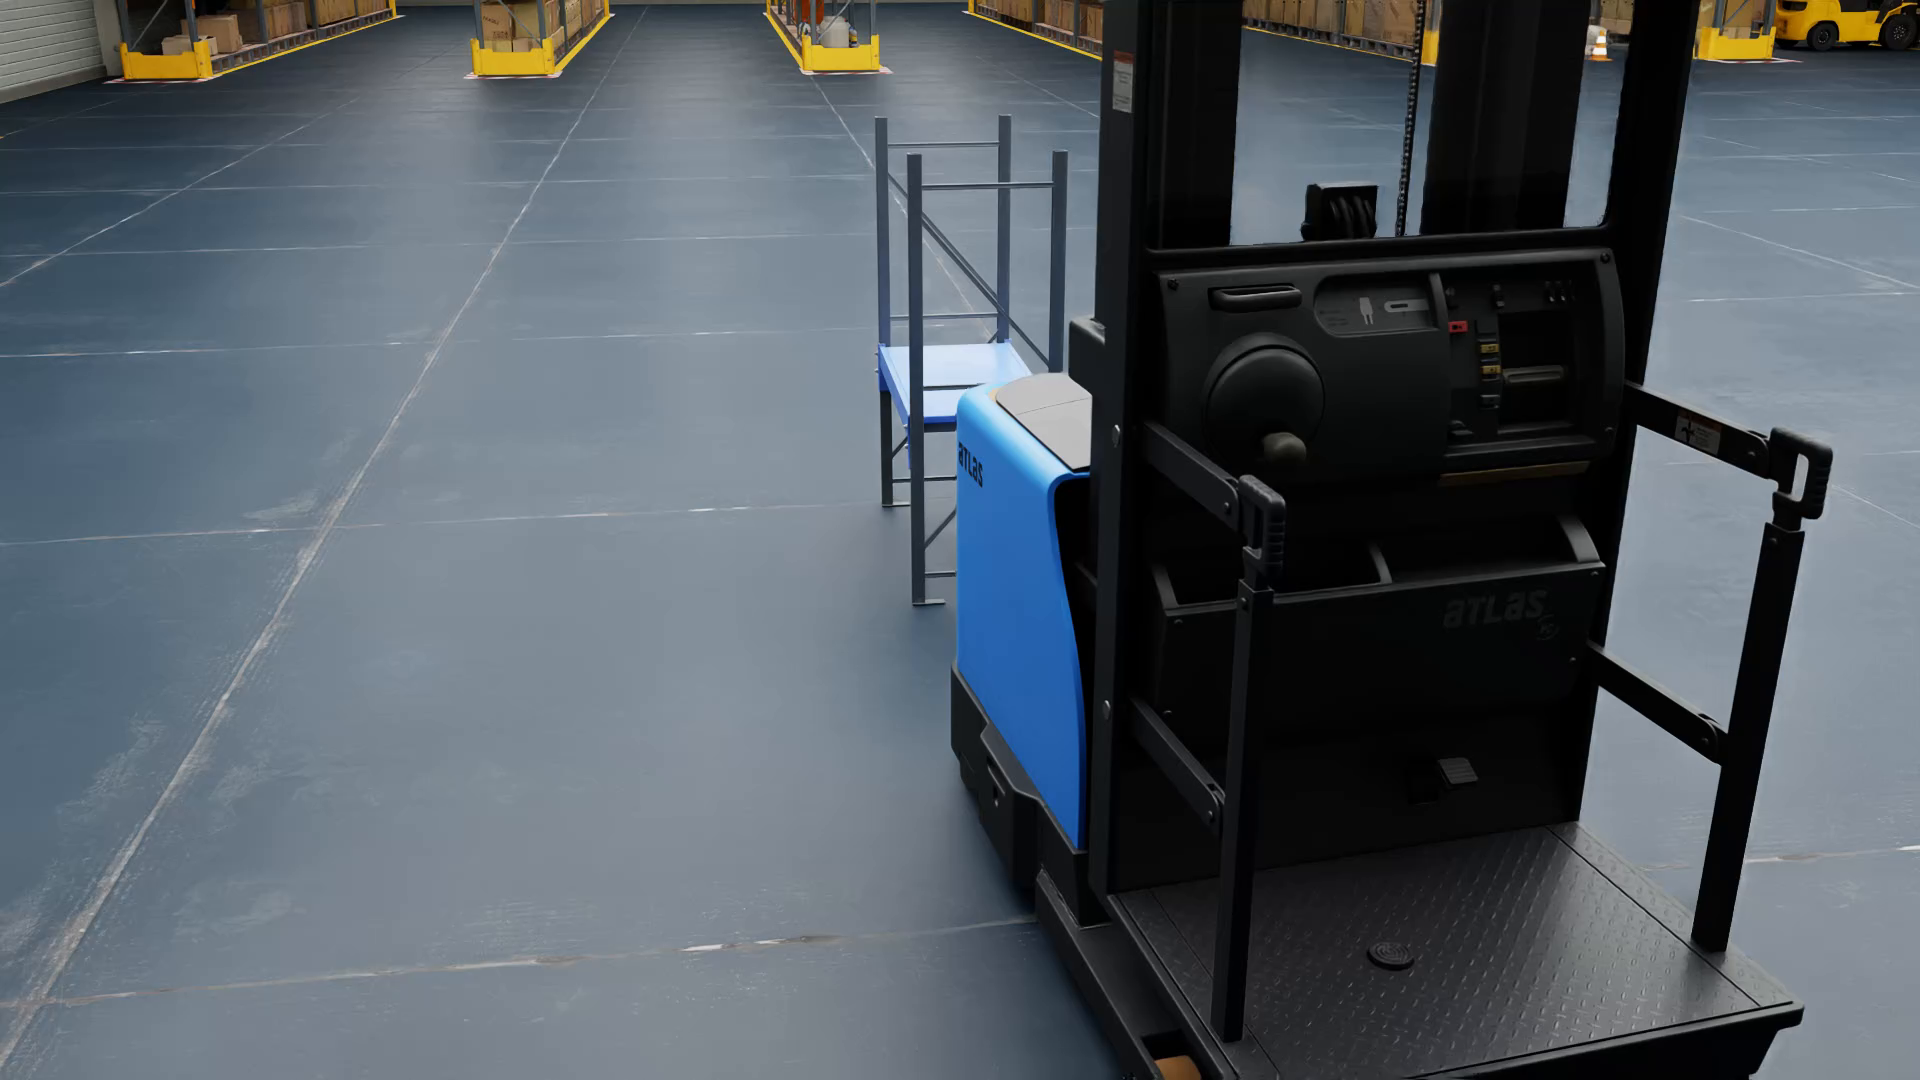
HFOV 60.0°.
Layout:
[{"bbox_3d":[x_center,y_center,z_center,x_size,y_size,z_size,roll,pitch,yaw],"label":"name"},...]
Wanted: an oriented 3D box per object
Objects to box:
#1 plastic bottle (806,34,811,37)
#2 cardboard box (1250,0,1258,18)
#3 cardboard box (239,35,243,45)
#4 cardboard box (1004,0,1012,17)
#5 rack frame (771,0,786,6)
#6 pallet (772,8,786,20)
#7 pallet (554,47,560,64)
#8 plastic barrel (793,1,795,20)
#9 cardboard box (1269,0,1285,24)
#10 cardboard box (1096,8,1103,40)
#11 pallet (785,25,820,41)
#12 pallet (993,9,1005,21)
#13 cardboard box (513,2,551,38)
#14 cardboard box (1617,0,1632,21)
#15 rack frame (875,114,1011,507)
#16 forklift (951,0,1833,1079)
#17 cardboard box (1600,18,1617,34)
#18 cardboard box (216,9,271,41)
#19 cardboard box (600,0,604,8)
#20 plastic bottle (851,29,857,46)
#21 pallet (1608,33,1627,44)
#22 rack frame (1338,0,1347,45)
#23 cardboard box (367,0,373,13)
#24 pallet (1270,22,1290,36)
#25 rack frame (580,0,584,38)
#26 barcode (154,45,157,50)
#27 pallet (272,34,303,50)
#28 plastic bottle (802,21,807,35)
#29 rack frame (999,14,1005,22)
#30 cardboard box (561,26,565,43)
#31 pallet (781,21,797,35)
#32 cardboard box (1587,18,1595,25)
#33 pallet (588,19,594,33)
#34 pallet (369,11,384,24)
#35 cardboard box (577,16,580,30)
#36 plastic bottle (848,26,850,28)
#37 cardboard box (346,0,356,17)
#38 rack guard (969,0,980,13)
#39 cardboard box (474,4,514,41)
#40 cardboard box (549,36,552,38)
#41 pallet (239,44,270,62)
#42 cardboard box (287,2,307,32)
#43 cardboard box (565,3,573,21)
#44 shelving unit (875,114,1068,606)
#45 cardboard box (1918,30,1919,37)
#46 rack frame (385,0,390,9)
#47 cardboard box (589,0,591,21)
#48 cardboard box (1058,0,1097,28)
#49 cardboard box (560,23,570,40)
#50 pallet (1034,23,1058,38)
[{"bbox_3d":[-2.482,-8.172,27.179,0.097,0.201,0.097,0,20,0],"label":"plastic bottle"},{"bbox_3d":[6.463,-11.318,35.204,0.500,0.500,0.500,-2,21,-6],"label":"cardboard box"},{"bbox_3d":[-12.057,-8.243,27.420,0.380,0.166,0.250,-6,21,-15],"label":"cardboard box"},{"bbox_3d":[1.630,-11.739,35.795,1.225,0.875,0.875,-4,21,-10],"label":"cardboard box"},{"bbox_3d":[-4.090,-14.202,39.955,1.000,3.000,0.127,-3,21,-8],"label":"rack frame"},{"bbox_3d":[-3.836,-12.187,38.544,1.003,0.211,1.213,-3,21,-8],"label":"pallet"},{"bbox_3d":[-7.010,-7.792,26.777,1.003,0.211,1.213,-3,21,-8],"label":"pallet"},{"bbox_3d":[-3.194,-10.823,33.863,0.421,0.512,0.421,0,20,0],"label":"plastic barrel"},{"bbox_3d":[6.886,-10.825,33.527,1.050,0.750,0.750,-3,21,-8],"label":"cardboard box"},{"bbox_3d":[2.650,-8.985,28.957,0.500,0.500,0.500,4,21,9],"label":"cardboard box"},{"bbox_3d":[-2.863,-9.856,32.303,1.003,0.211,1.213,-3,21,-8],"label":"pallet"},{"bbox_3d":[1.356,-12.028,38.119,1.003,0.211,1.213,-3,21,-8],"label":"pallet"},{"bbox_3d":[-6.616,-8.044,25.724,0.500,0.500,0.500,-3,21,-8],"label":"cardboard box"},{"bbox_3d":[12.255,-9.654,30.036,0.500,0.500,0.500,-2,21,-6],"label":"cardboard box"},{"bbox_3d":[-0.061,-0.849,6.346,0.500,1.500,0.032,-3,21,-8],"label":"rack frame"},{"bbox_3d":[0.866,-0.314,2.869,1.130,2.935,3.031,-6,21,-15],"label":"forklift"},{"bbox_3d":[12.166,-9.488,30.662,0.500,0.250,0.500,-4,21,-10],"label":"cardboard box"},{"bbox_3d":[-12.286,-8.837,28.533,0.700,0.500,0.500,-2,21,-6],"label":"cardboard box"},{"bbox_3d":[-8.670,-12.813,39.179,0.500,0.500,0.500,-3,21,-8],"label":"cardboard box"},{"bbox_3d":[-1.736,-8.234,27.246,0.097,0.271,0.097,0,20,0],"label":"plastic bottle"},{"bbox_3d":[12.480,-9.260,30.708,1.003,0.211,1.213,-3,21,-8],"label":"pallet"},{"bbox_3d":[7.464,-10.513,30.076,1.000,3.000,0.127,-3,21,-8],"label":"rack frame"},{"bbox_3d":[-13.464,-11.960,36.922,0.700,0.500,0.500,-2,21,-6],"label":"cardboard box"},{"bbox_3d":[6.927,-10.314,33.531,1.003,0.211,1.213,-3,21,-8],"label":"pallet"},{"bbox_3d":[-7.838,-11.184,31.873,1.000,3.000,0.127,-3,21,-8],"label":"rack frame"},{"bbox_3d":[-11.996,-7.344,24.793,0.001,0.075,0.075,-3,21,-8],"label":"barcode"},{"bbox_3d":[-12.456,-8.934,29.836,1.003,0.211,1.213,-3,21,-8],"label":"pallet"},{"bbox_3d":[-2.566,-8.500,27.844,0.144,0.351,0.185,-3,21,-8],"label":"plastic bottle"},{"bbox_3d":[1.388,-13.067,36.916,1.000,3.000,0.127,-3,21,-8],"label":"rack frame"},{"bbox_3d":[-6.979,-8.558,28.172,0.500,0.250,0.500,-3,21,-8],"label":"cardboard box"},{"bbox_3d":[-3.091,-10.397,33.752,1.003,0.211,1.213,-3,21,-8],"label":"pallet"},{"bbox_3d":[11.156,-9.188,30.098,0.500,0.500,0.500,12,24,29],"label":"cardboard box"},{"bbox_3d":[-8.081,-10.560,34.187,1.003,0.211,1.213,-3,21,-8],"label":"pallet"},{"bbox_3d":[-13.528,-11.702,37.246,1.003,0.211,1.213,-3,21,-8],"label":"pallet"},{"bbox_3d":[-7.443,-9.744,31.349,0.500,0.250,0.500,-3,21,-8],"label":"cardboard box"},{"bbox_3d":[-1.888,-8.535,28.044,0.152,0.276,0.135,-3,21,-7],"label":"plastic bottle"},{"bbox_3d":[-13.094,-11.289,34.627,0.750,0.750,0.750,-3,21,-7],"label":"cardboard box"},{"bbox_3d":[0.808,-13.289,41.083,1.175,0.500,0.348,-3,21,-8],"label":"rack guard"},{"bbox_3d":[-7.057,-7.845,25.191,0.500,0.500,0.500,-3,21,-8],"label":"cardboard box"},{"bbox_3d":[-6.618,-7.693,25.855,0.500,0.250,0.500,-3,21,-8],"label":"cardboard box"},{"bbox_3d":[-12.032,-8.011,27.363,1.003,0.211,1.213,-3,21,-8],"label":"pallet"},{"bbox_3d":[-12.585,-9.721,30.901,0.700,0.500,0.500,-3,21,-7],"label":"cardboard box"},{"bbox_3d":[-7.218,-9.479,29.836,0.500,0.311,0.500,-4,21,-10],"label":"cardboard box"},{"bbox_3d":[0.012,-0.673,5.875,0.538,1.500,1.048,-3,21,-8],"label":"shelving unit"},{"bbox_3d":[17.330,-9.066,29.531,0.500,0.250,0.500,-3,21,-7],"label":"cardboard box"},{"bbox_3d":[-13.893,-13.703,38.617,1.000,3.000,0.127,-3,21,-8],"label":"rack frame"},{"bbox_3d":[-7.850,-10.926,34.127,0.500,0.500,0.500,-4,21,-10],"label":"cardboard box"},{"bbox_3d":[2.262,-10.099,31.912,0.700,0.500,0.500,-1,21,-3],"label":"cardboard box"},{"bbox_3d":[-7.075,-8.860,28.980,0.500,0.250,0.500,-3,21,-9],"label":"cardboard box"},{"bbox_3d":[2.076,-10.105,32.971,1.003,0.211,1.213,-3,21,-8],"label":"pallet"}]
